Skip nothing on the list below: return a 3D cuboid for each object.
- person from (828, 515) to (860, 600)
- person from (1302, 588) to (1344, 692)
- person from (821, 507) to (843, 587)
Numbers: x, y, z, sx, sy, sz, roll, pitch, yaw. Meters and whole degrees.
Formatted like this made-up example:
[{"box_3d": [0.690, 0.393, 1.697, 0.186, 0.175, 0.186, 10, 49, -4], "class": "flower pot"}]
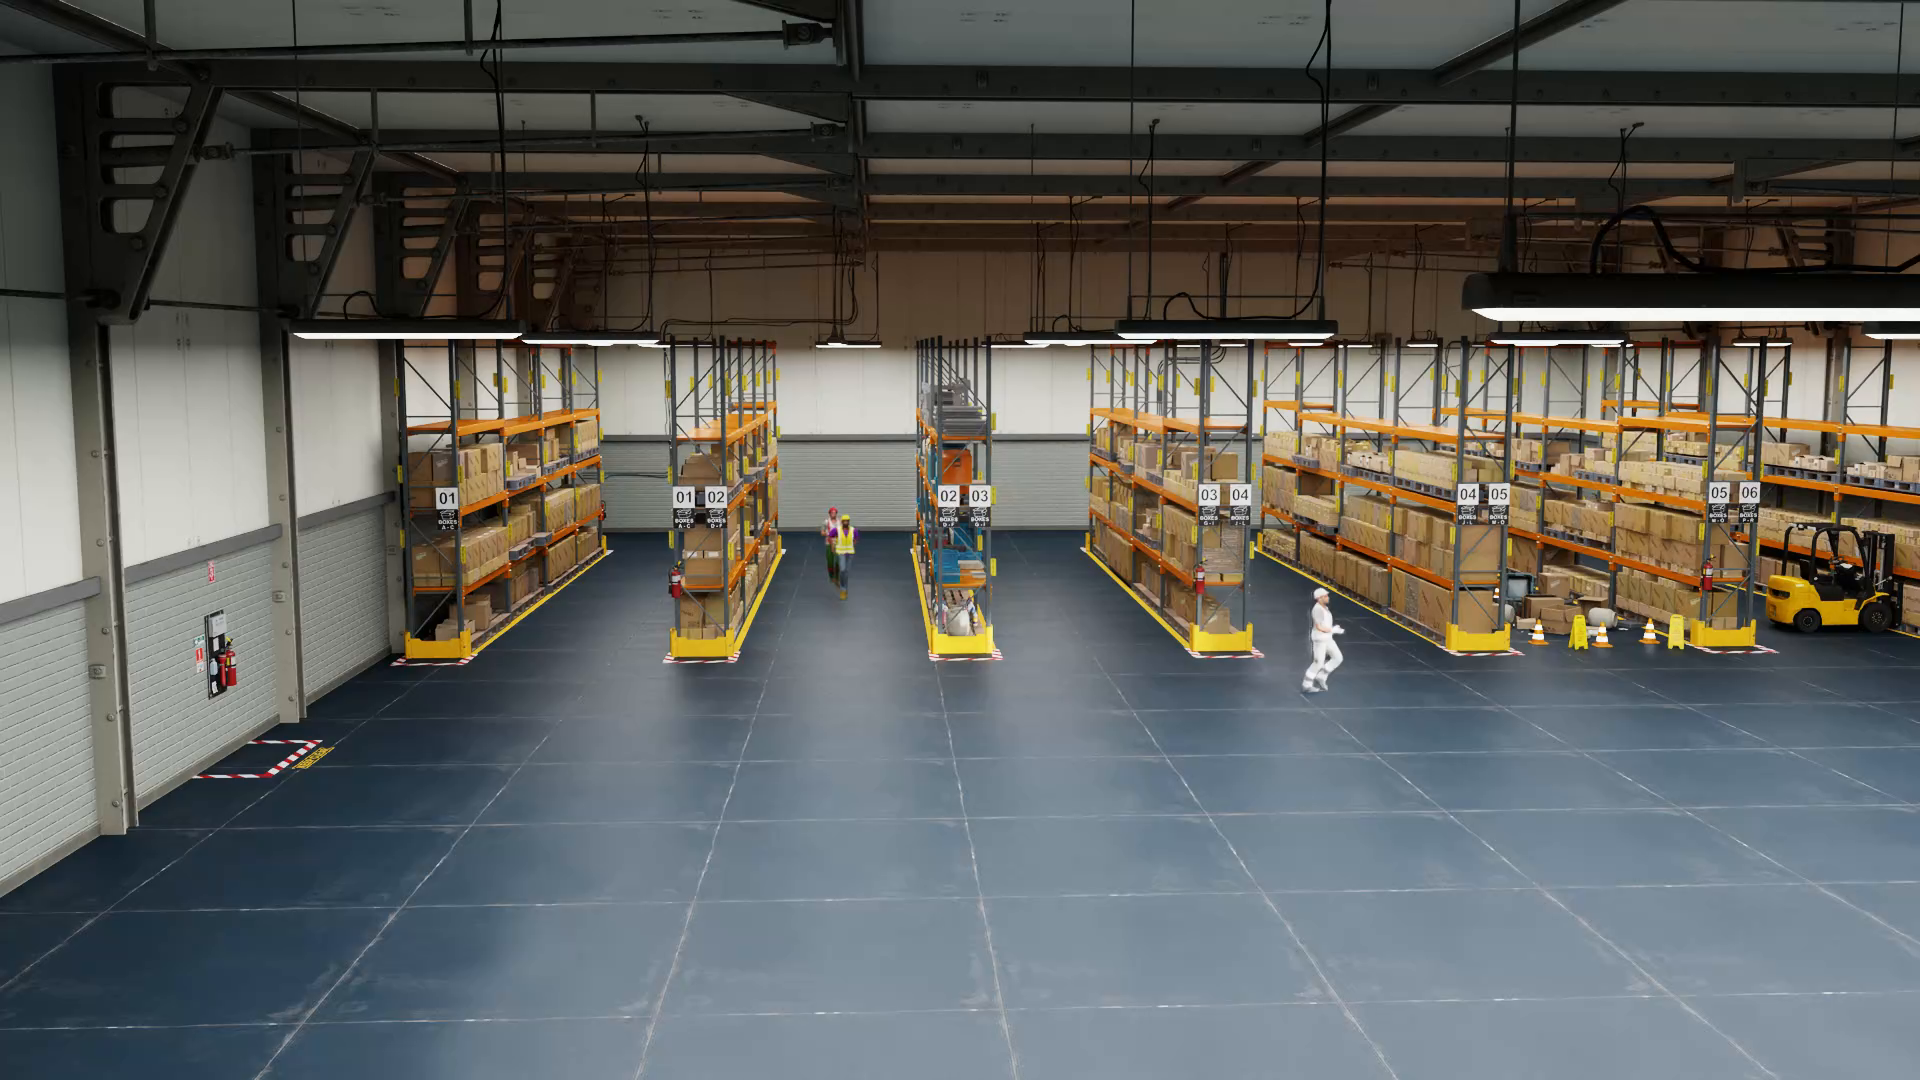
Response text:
[{"box_3d": [-2.558, 0.370, 37.154, 0.672, 1.888, 0.743, -2, 7, -20], "class": "person"}, {"box_3d": [6.102, 1.676, 27.819, 0.698, 1.754, 0.637, 4, 8, 31], "class": "person"}, {"box_3d": [-2.923, 0.162, 38.788, 0.631, 1.856, 0.669, -1, 7, -10], "class": "person"}]
